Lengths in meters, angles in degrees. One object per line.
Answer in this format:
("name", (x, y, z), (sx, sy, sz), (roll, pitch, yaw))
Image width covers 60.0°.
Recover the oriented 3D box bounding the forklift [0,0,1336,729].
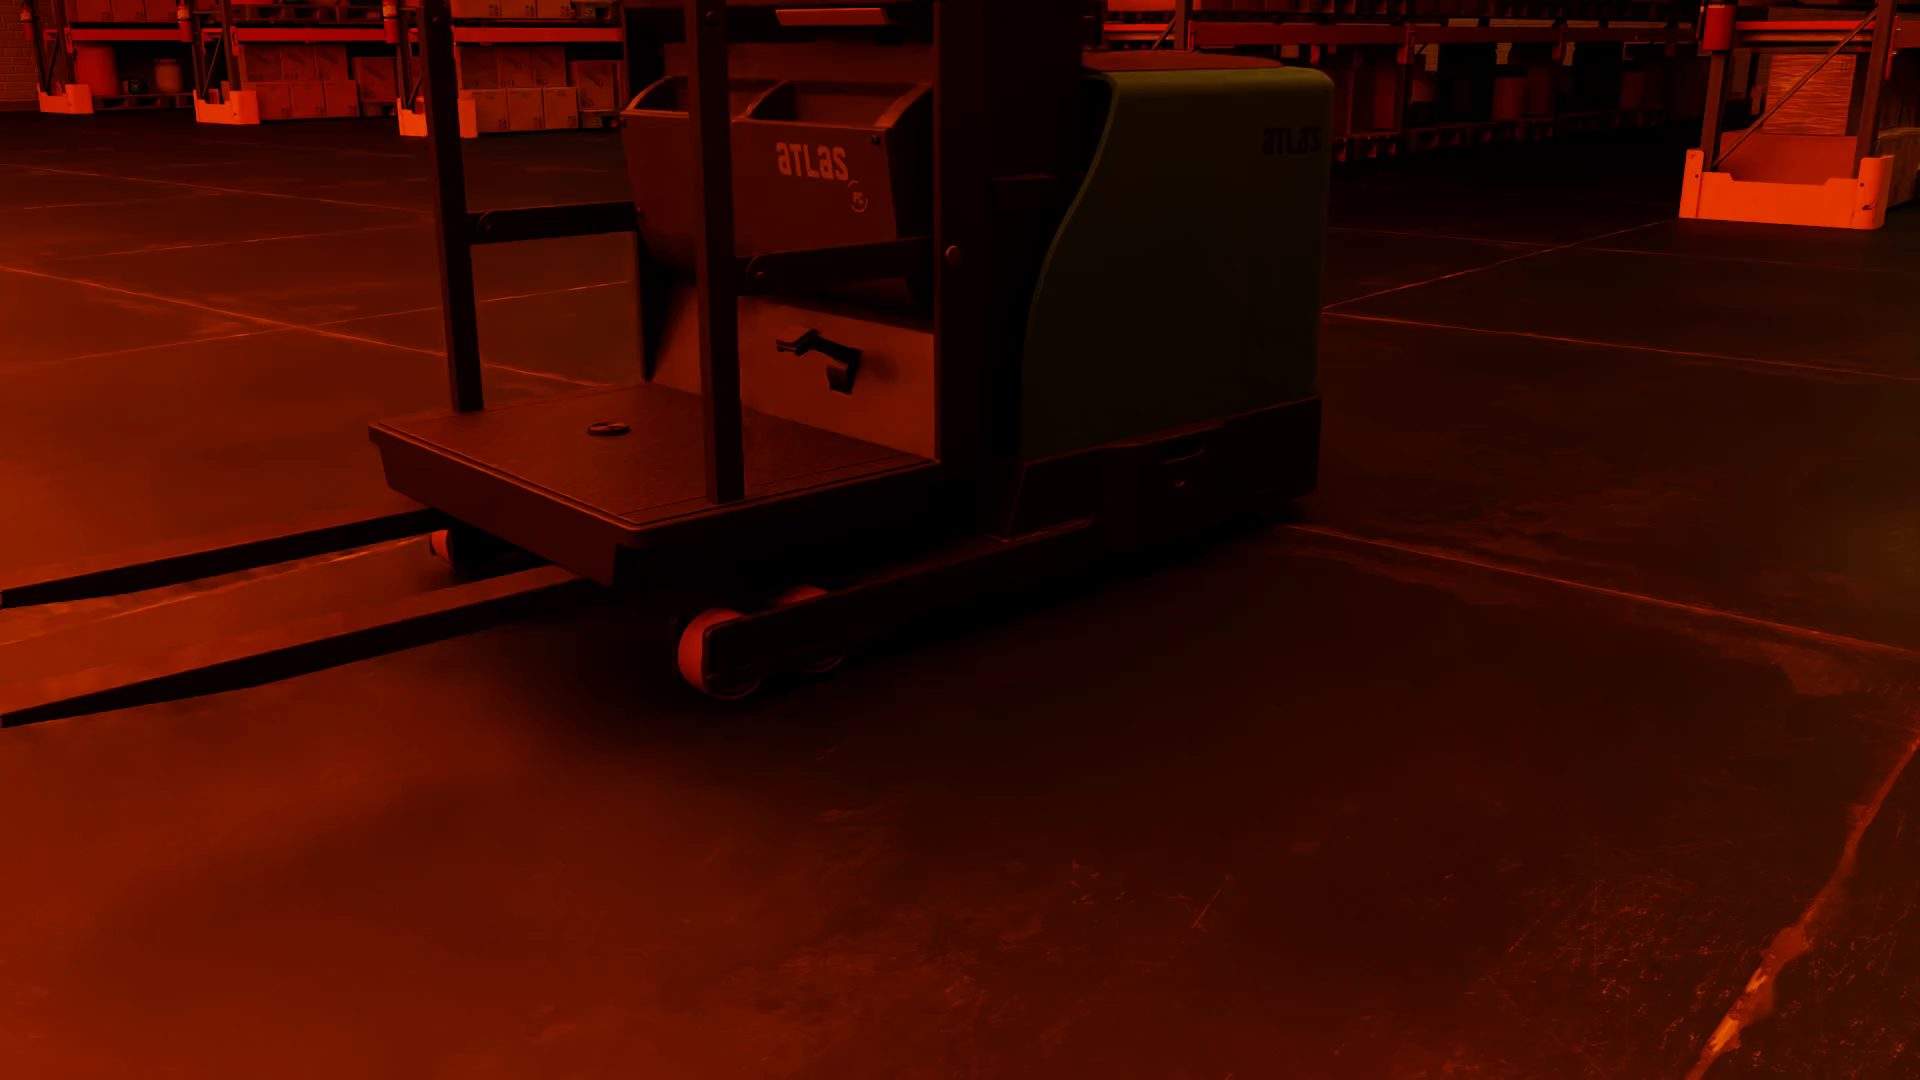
("forklift", (-0.547, -1.285, 3.128), (3.031, 2.935, 1.130), (-15, 22, -40))
